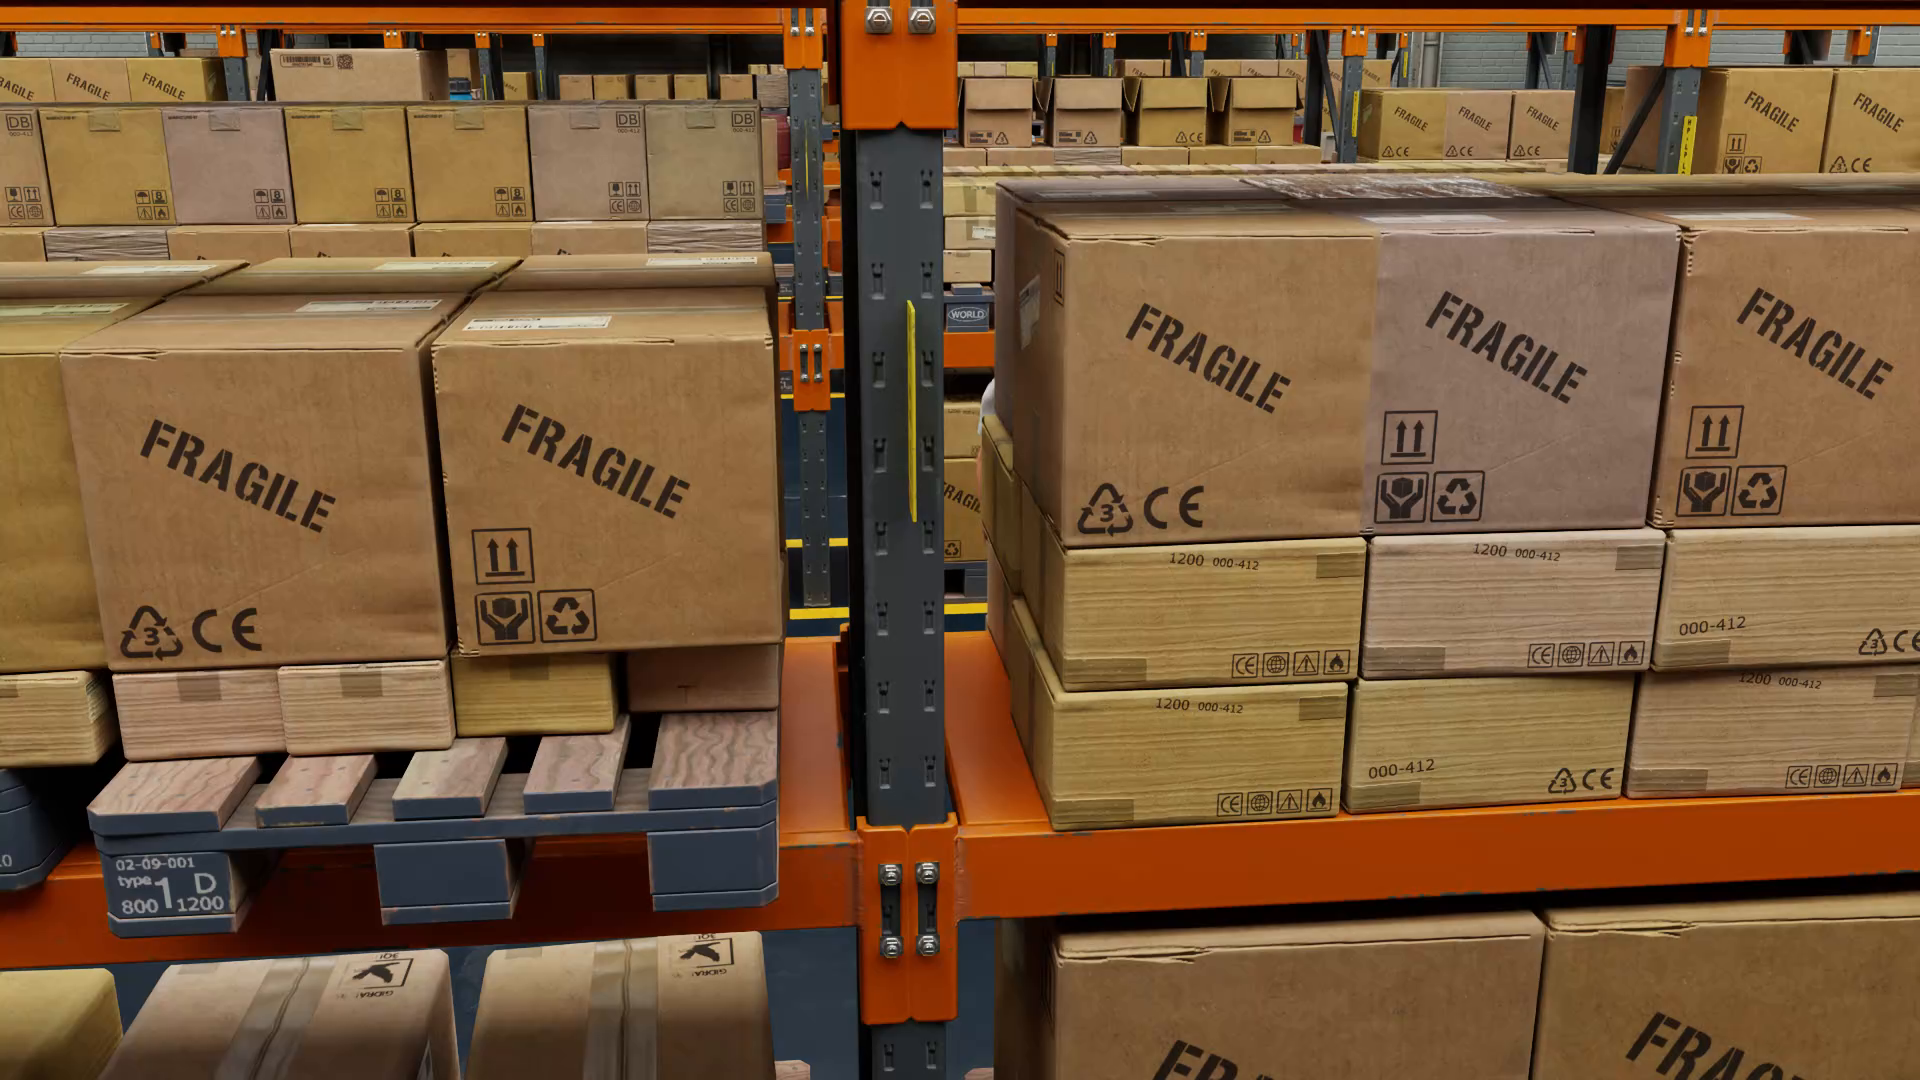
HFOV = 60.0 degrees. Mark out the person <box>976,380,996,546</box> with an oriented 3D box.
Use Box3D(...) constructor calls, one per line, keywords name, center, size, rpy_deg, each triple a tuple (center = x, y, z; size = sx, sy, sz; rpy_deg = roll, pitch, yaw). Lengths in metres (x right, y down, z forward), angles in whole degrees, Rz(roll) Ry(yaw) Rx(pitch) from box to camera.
Box3D(name="person", center=(0.308, -0.077, 6.299), size=(0.500, 1.695, 0.382), rpy_deg=(-2, 17, -5))
